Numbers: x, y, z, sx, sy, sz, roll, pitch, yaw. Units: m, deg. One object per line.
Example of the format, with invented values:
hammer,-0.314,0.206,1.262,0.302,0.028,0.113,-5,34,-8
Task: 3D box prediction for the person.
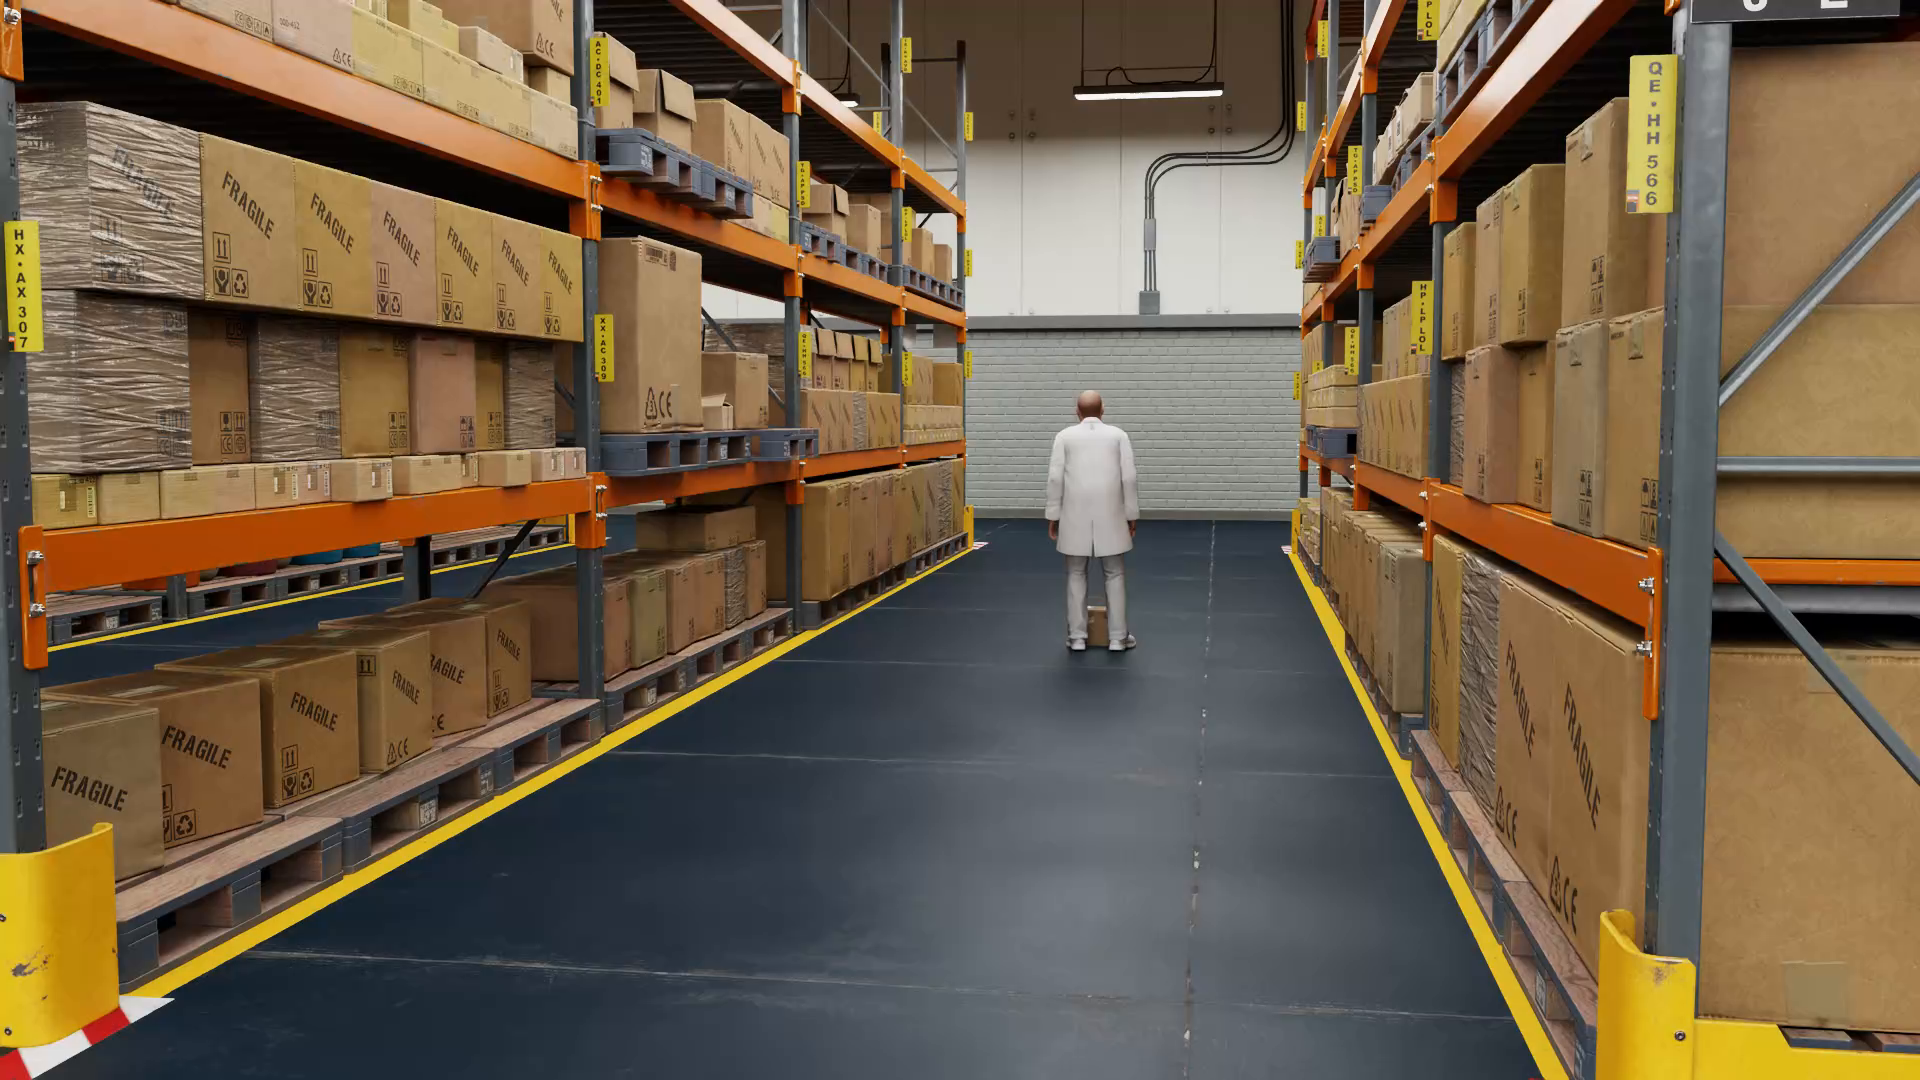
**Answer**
person,0.905,-0.137,11.392,0.652,1.773,0.427,0,4,5
